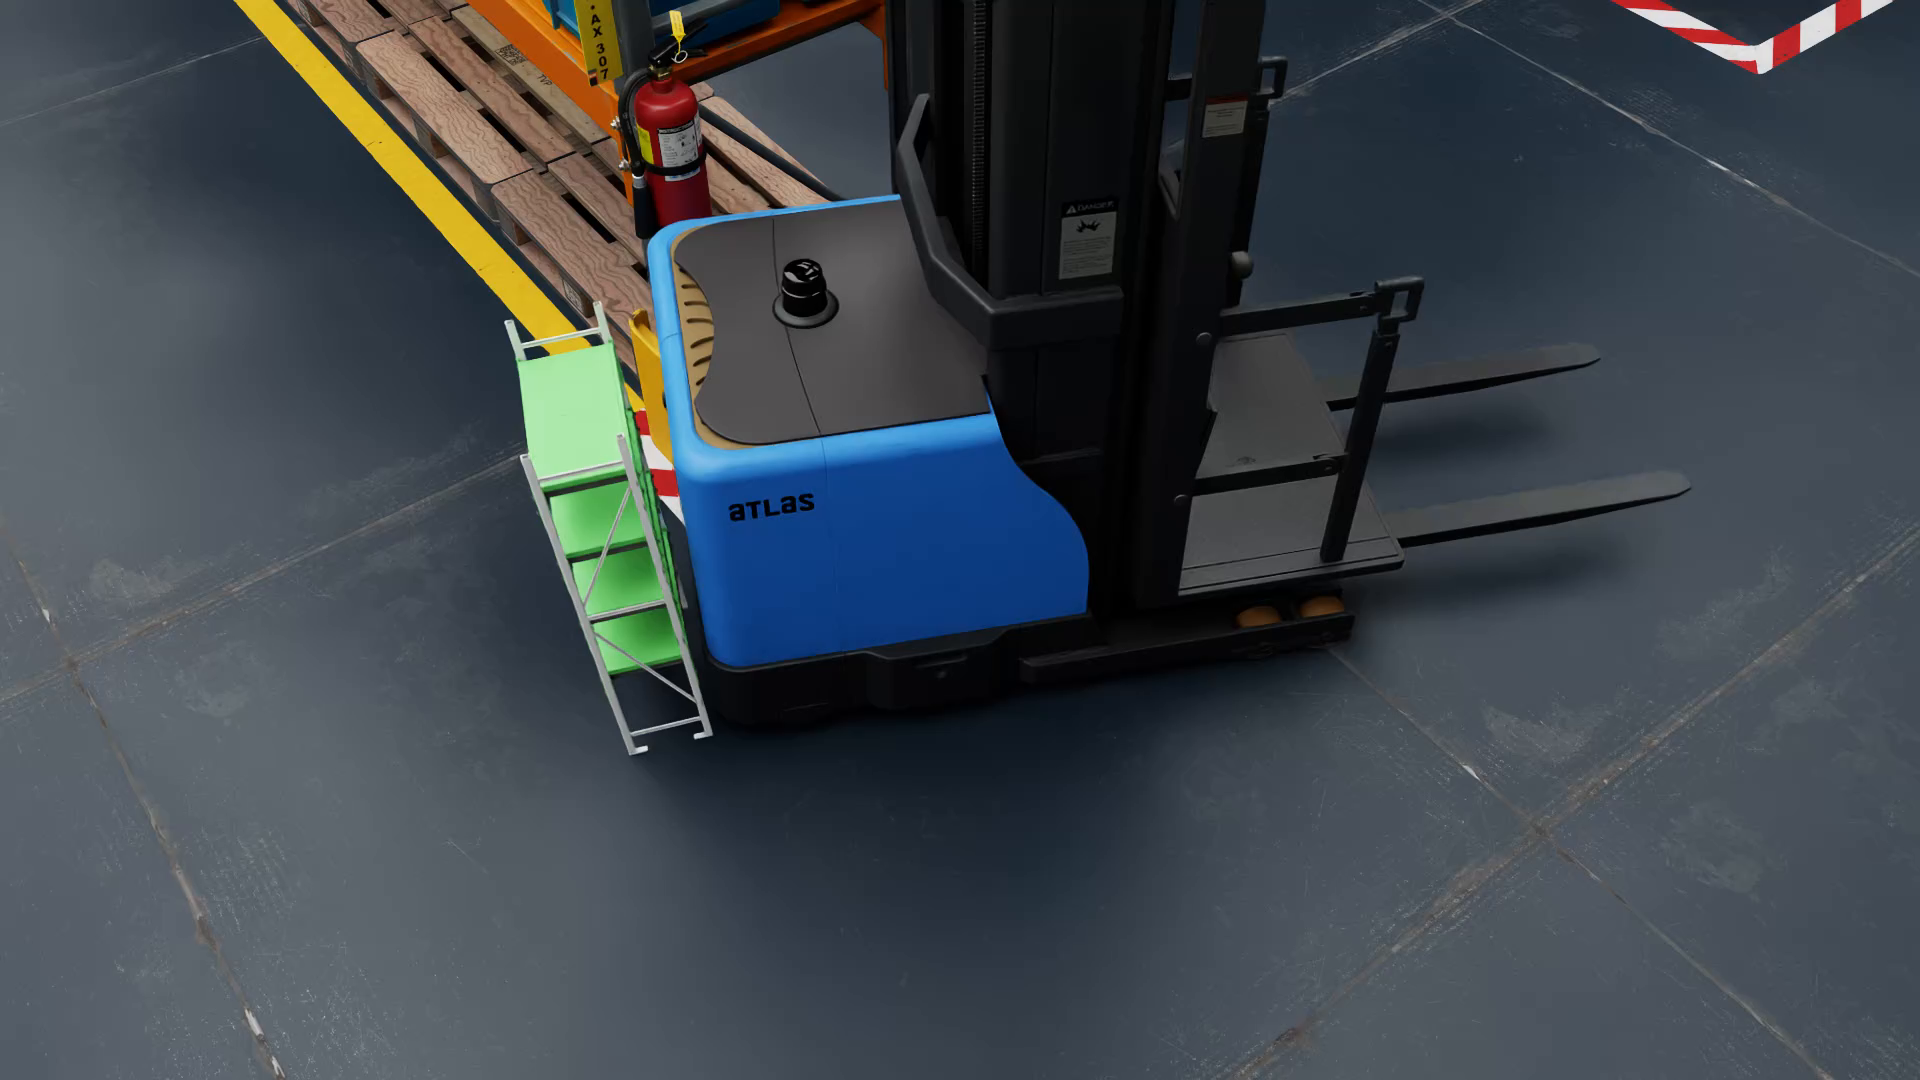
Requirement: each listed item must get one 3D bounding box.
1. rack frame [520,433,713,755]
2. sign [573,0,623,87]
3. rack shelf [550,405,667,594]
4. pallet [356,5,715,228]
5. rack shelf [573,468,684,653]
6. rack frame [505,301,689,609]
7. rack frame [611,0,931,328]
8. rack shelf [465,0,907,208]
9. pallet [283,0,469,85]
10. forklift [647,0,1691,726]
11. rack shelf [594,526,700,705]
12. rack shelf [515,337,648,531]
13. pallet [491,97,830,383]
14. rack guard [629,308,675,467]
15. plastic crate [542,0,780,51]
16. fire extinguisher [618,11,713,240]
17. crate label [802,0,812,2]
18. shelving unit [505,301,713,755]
[{"bbox_3d":[-0.854,0.181,4.266,0.240,1.200,0.015,-13,49,-7],"label":"rack frame"},{"bbox_3d":[-0.945,-1.338,4.328,0.100,0.325,0.005,-29,54,-24],"label":"sign"},{"bbox_3d":[-0.925,-0.110,4.293,0.258,0.148,0.480,-13,49,-7],"label":"rack shelf"},{"bbox_3d":[-1.720,-1.825,6.762,1.003,0.211,1.213,-29,54,-24],"label":"pallet"},{"bbox_3d":[-0.911,0.048,4.473,0.258,0.148,0.480,-13,49,-7],"label":"rack shelf"},{"bbox_3d":[-0.976,-0.169,4.583,0.240,1.200,0.015,-13,49,-7],"label":"rack frame"},{"bbox_3d":[-0.517,-1.539,4.621,1.000,3.000,0.127,-29,54,-24],"label":"rack frame"},{"bbox_3d":[-1.728,-2.477,5.957,1.077,0.370,4.000,-29,54,-24],"label":"rack shelf"},{"bbox_3d":[-2.463,-2.545,7.415,1.003,0.211,1.213,-29,54,-24],"label":"pallet"},{"bbox_3d":[0.694,-1.010,4.188,3.031,2.935,1.130,-9,48,-8],"label":"forklift"},{"bbox_3d":[-0.897,0.206,4.652,0.258,0.148,0.480,-13,49,-7],"label":"rack shelf"},{"bbox_3d":[-0.939,-0.269,4.113,0.258,0.148,0.480,-13,49,-7],"label":"rack shelf"},{"bbox_3d":[-0.986,-1.106,6.111,1.003,0.211,1.213,-29,54,-24],"label":"pallet"},{"bbox_3d":[-0.492,-0.691,5.539,1.175,0.500,0.348,-29,54,-24],"label":"rack guard"},{"bbox_3d":[-0.869,-1.685,4.689,0.616,0.435,0.499,-29,54,-24],"label":"plastic crate"},{"bbox_3d":[-0.788,-1.095,4.522,0.296,0.674,0.183,-29,54,-24],"label":"fire extinguisher"},{"bbox_3d":[-0.405,-1.797,4.927,0.416,0.233,0.303,-29,54,-24],"label":"crate label"},{"bbox_3d":[-0.915,0.006,4.425,0.258,1.200,0.503,-13,49,-7],"label":"shelving unit"}]
